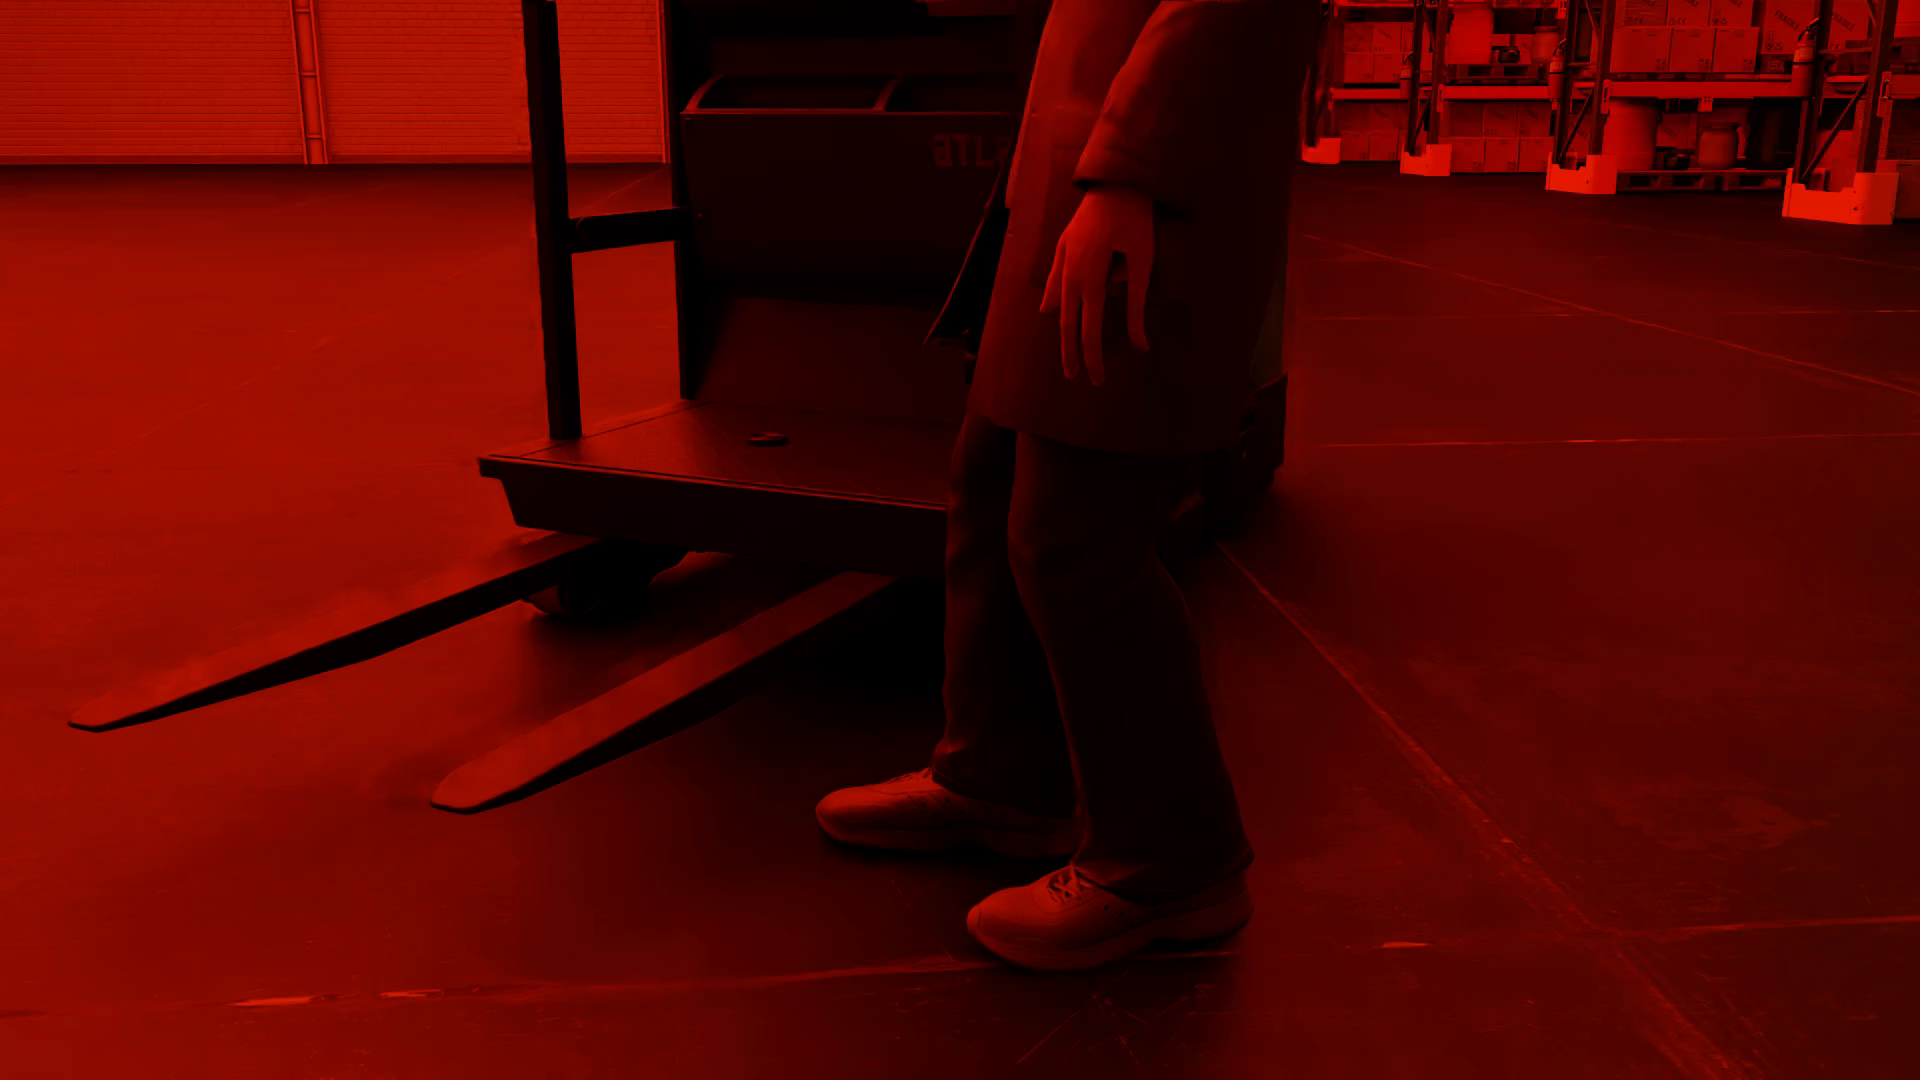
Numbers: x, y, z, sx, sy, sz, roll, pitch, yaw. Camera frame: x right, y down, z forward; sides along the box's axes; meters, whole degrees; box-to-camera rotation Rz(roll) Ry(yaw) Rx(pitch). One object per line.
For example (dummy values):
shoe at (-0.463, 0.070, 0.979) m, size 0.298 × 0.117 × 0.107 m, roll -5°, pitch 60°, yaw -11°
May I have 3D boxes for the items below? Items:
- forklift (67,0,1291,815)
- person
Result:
forklift at (-0.220, -1.279, 3.034) m, size 1.130 × 2.935 × 3.031 m, roll 7°, pitch 16°, yaw 24°
person at (0.101, -0.364, 1.872) m, size 0.575 × 1.768 × 0.735 m, roll -1°, pitch 15°, yaw -3°
